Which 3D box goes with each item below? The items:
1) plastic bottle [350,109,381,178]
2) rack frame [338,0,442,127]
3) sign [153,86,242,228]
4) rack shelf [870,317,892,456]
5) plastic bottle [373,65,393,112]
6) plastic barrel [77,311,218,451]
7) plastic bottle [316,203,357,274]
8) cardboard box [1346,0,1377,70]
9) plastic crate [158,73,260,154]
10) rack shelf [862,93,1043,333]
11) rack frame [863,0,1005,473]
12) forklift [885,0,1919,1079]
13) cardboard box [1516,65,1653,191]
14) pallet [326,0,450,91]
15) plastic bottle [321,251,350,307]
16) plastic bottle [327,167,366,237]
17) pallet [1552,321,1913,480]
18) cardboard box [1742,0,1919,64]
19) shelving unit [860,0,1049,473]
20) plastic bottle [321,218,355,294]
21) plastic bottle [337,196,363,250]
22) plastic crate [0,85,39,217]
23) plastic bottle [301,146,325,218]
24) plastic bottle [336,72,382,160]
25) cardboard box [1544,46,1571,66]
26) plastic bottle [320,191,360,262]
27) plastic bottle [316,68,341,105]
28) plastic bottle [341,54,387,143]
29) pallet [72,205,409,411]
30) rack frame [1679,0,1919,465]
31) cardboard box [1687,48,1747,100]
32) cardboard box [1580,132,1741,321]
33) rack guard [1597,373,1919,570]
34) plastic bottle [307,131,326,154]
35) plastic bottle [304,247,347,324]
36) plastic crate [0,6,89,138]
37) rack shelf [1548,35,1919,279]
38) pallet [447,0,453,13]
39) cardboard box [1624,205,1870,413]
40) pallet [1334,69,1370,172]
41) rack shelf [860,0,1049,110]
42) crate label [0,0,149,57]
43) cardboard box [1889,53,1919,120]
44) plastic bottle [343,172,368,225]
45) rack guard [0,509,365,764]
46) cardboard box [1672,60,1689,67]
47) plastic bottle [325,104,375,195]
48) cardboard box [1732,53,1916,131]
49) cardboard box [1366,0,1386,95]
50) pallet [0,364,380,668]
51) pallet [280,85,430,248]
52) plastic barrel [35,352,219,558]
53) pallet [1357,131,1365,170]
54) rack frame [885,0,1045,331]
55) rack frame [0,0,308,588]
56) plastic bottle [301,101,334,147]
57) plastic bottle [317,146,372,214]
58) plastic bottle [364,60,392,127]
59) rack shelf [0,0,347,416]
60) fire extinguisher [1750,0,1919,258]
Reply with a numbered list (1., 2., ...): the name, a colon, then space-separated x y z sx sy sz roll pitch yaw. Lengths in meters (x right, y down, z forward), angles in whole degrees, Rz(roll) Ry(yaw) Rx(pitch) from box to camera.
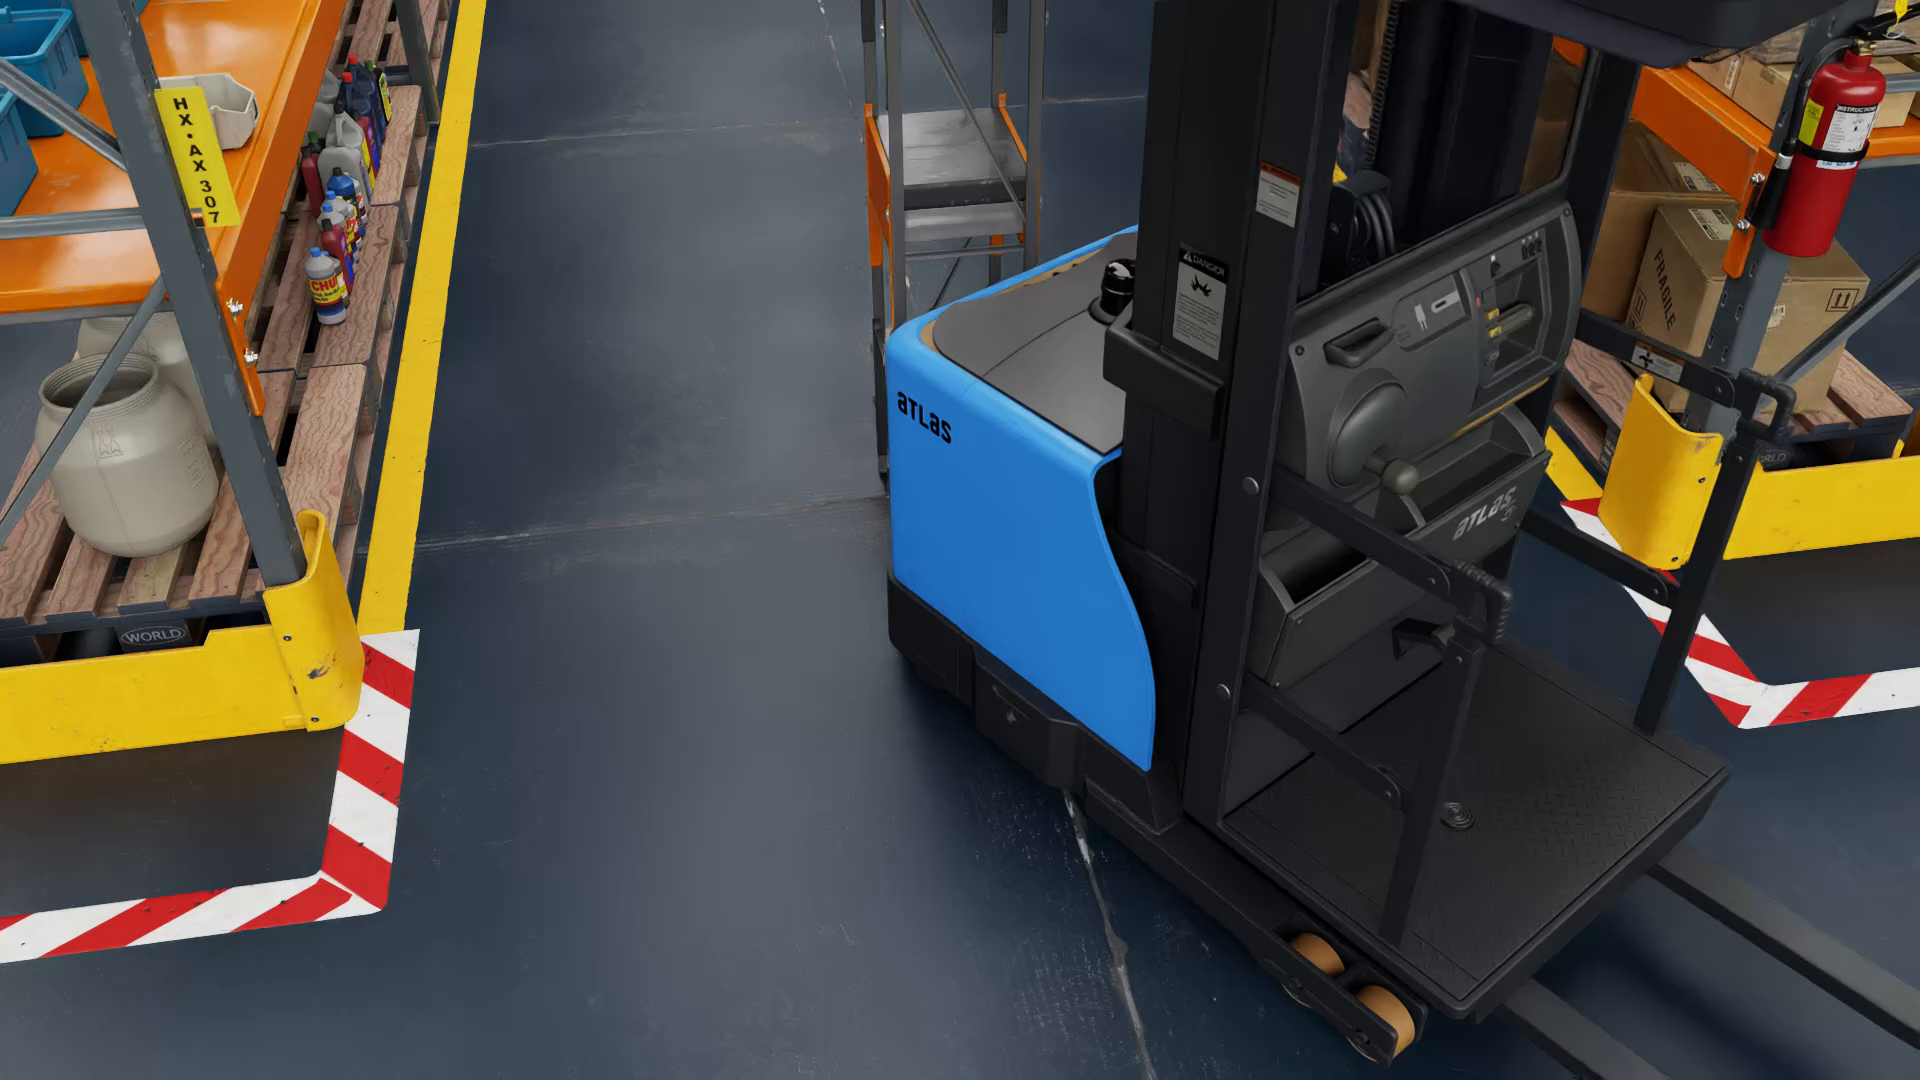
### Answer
1. plastic bottle: -2.419 -1.622 6.748 0.061 0.283 0.133 -4 38 -5
2. rack frame: -2.919 -3.089 6.781 1.000 3.000 0.127 -6 38 -8
3. sign: -1.675 -0.838 3.659 0.100 0.325 0.005 -6 38 -8
4. rack shelf: -0.029 -0.366 5.172 0.431 0.518 0.480 -6 38 -8
5. plastic bottle: -2.548 -1.972 7.265 0.097 0.201 0.097 0 38 0
6. plastic barrel: -2.496 -0.548 5.196 0.421 0.512 0.421 0 38 0
7. plastic bottle: -2.289 -1.104 6.092 0.097 0.271 0.097 0 38 0
8. cardboard box: 1.988 -2.554 7.788 0.500 0.500 0.500 -7 38 -9
9. plastic crate: -2.057 -1.144 4.492 0.298 0.136 0.250 -6 38 -8
10. rack shelf: -0.029 -0.918 4.743 0.431 0.518 0.480 -6 38 -8
11. rack frame: -0.072 -1.077 4.924 0.400 2.100 0.015 -6 38 -8
12. forklift: 1.133 -0.341 3.300 1.130 2.935 3.031 -28 46 -31
13. cardboard box: 2.336 -1.500 6.432 0.500 0.500 0.500 -3 38 -4
14. pallet: -3.095 -2.457 8.241 1.003 0.211 1.213 -6 38 -8
15. plastic bottle: -2.247 -0.932 5.927 0.097 0.201 0.097 0 38 0
16. plastic bottle: -2.342 -1.287 6.327 0.097 0.271 0.097 0 38 0
17. pallet: 2.538 -0.644 5.907 1.003 0.211 1.213 -6 38 -8
18. cardboard box: 2.589 -1.697 4.666 0.875 0.500 0.500 -6 38 -8
19. shelving unit: -0.029 -0.929 4.735 0.431 2.100 0.503 -6 38 -8
20. plastic bottle: -2.250 -1.041 6.000 0.061 0.283 0.133 -6 38 -7
21. plastic bottle: -2.323 -1.197 6.268 0.097 0.201 0.097 0 38 0
22. plastic crate: -2.600 -0.884 4.064 0.499 0.251 0.616 -6 38 -8
23. plastic bottle: -2.512 -1.410 6.476 0.061 0.283 0.133 -6 38 -8
24. plastic bottle: -2.488 -1.742 6.848 0.144 0.351 0.185 -8 39 -10
25. cardboard box: 2.282 -1.842 6.872 0.500 0.500 0.500 -9 39 -12
26. plastic bottle: -2.306 -1.165 6.170 0.097 0.271 0.097 0 38 0
27. plastic bottle: -2.664 -1.843 6.977 0.144 0.351 0.185 -6 38 -8
28. plastic bottle: -2.522 -1.858 6.997 0.144 0.351 0.185 -7 38 -9
29. pallet: -2.625 -0.839 6.158 1.003 0.211 1.213 -6 38 -8
30. rack frame: 2.659 -1.205 4.356 1.000 3.000 0.127 -6 38 -8
31. cardboard box: 2.362 -1.407 4.821 0.380 0.149 0.250 -6 38 -8
32. cardboard box: 2.427 -1.120 5.942 0.500 0.500 0.500 3 38 4
33. rack guard: 2.646 -0.264 5.182 1.175 0.500 0.348 -6 38 -8
34. plastic bottle: -2.528 -1.494 6.584 0.061 0.283 0.133 -6 38 -8
35. plastic bottle: -2.228 -0.897 5.825 0.097 0.271 0.097 0 38 0
36. plastic crate: -2.708 -1.277 4.570 0.499 0.251 0.408 -6 38 -8
37. rack shelf: 2.308 -2.129 6.132 1.077 0.370 4.000 -6 38 -8
38. pallet: -3.312 -3.196 9.192 1.003 0.211 1.213 -6 38 -8
39. cardboard box: 2.566 -0.763 5.482 0.500 0.500 0.500 0 38 1
40. pallet: 2.110 -2.118 7.804 1.003 0.211 1.213 -6 38 -8
41. rack shelf: -0.029 -1.471 4.313 0.431 0.518 0.480 -6 38 -8
42. crate label: -2.806 -1.769 5.053 0.502 0.435 0.616 -6 38 -8
43. cardboard box: 2.844 -1.304 4.688 0.380 0.149 0.250 -6 38 -8
44. plastic bottle: -2.359 -1.321 6.428 0.097 0.201 0.097 0 38 0
45. rack guard: -2.277 0.274 4.490 1.175 0.500 0.348 -6 38 -8
46. cardboard box: 2.268 -1.553 5.008 0.380 0.149 0.250 -6 38 -8
47. plastic bottle: -2.432 -1.547 6.597 0.144 0.351 0.185 -6 38 -8
48. cardboard box: 2.406 -1.256 4.626 0.380 0.149 0.250 -6 38 -8
49. cardboard box: 2.096 -2.209 7.344 0.500 0.500 0.500 5 38 7
50. pallet: -2.414 -0.103 5.211 1.003 0.211 1.213 -6 38 -8
51. pallet: -2.842 -1.577 7.108 1.003 0.211 1.213 -6 38 -8
52. plastic barrel: -2.408 -0.245 4.806 0.421 0.512 0.421 0 38 0
53. pallet: 2.327 -1.380 6.854 1.003 0.211 1.213 -6 38 -8
54. rack frame: 0.014 -0.782 4.545 0.400 2.100 0.015 -6 38 -8
55. rack frame: -2.217 -0.673 3.671 1.000 3.000 0.127 -6 38 -8
56. plastic bottle: -2.630 -1.682 6.831 0.152 0.276 0.135 -6 38 -8
57. plastic bottle: -2.407 -1.419 6.493 0.152 0.276 0.135 -6 38 -7
58. plastic bottle: -2.510 -1.934 7.151 0.061 0.283 0.133 -4 38 -6
59. rack shelf: -2.568 -1.596 5.446 1.077 0.370 4.000 -6 38 -8
60. fire extinguisher: 2.225 -1.056 4.227 0.296 0.674 0.183 -6 38 -8
